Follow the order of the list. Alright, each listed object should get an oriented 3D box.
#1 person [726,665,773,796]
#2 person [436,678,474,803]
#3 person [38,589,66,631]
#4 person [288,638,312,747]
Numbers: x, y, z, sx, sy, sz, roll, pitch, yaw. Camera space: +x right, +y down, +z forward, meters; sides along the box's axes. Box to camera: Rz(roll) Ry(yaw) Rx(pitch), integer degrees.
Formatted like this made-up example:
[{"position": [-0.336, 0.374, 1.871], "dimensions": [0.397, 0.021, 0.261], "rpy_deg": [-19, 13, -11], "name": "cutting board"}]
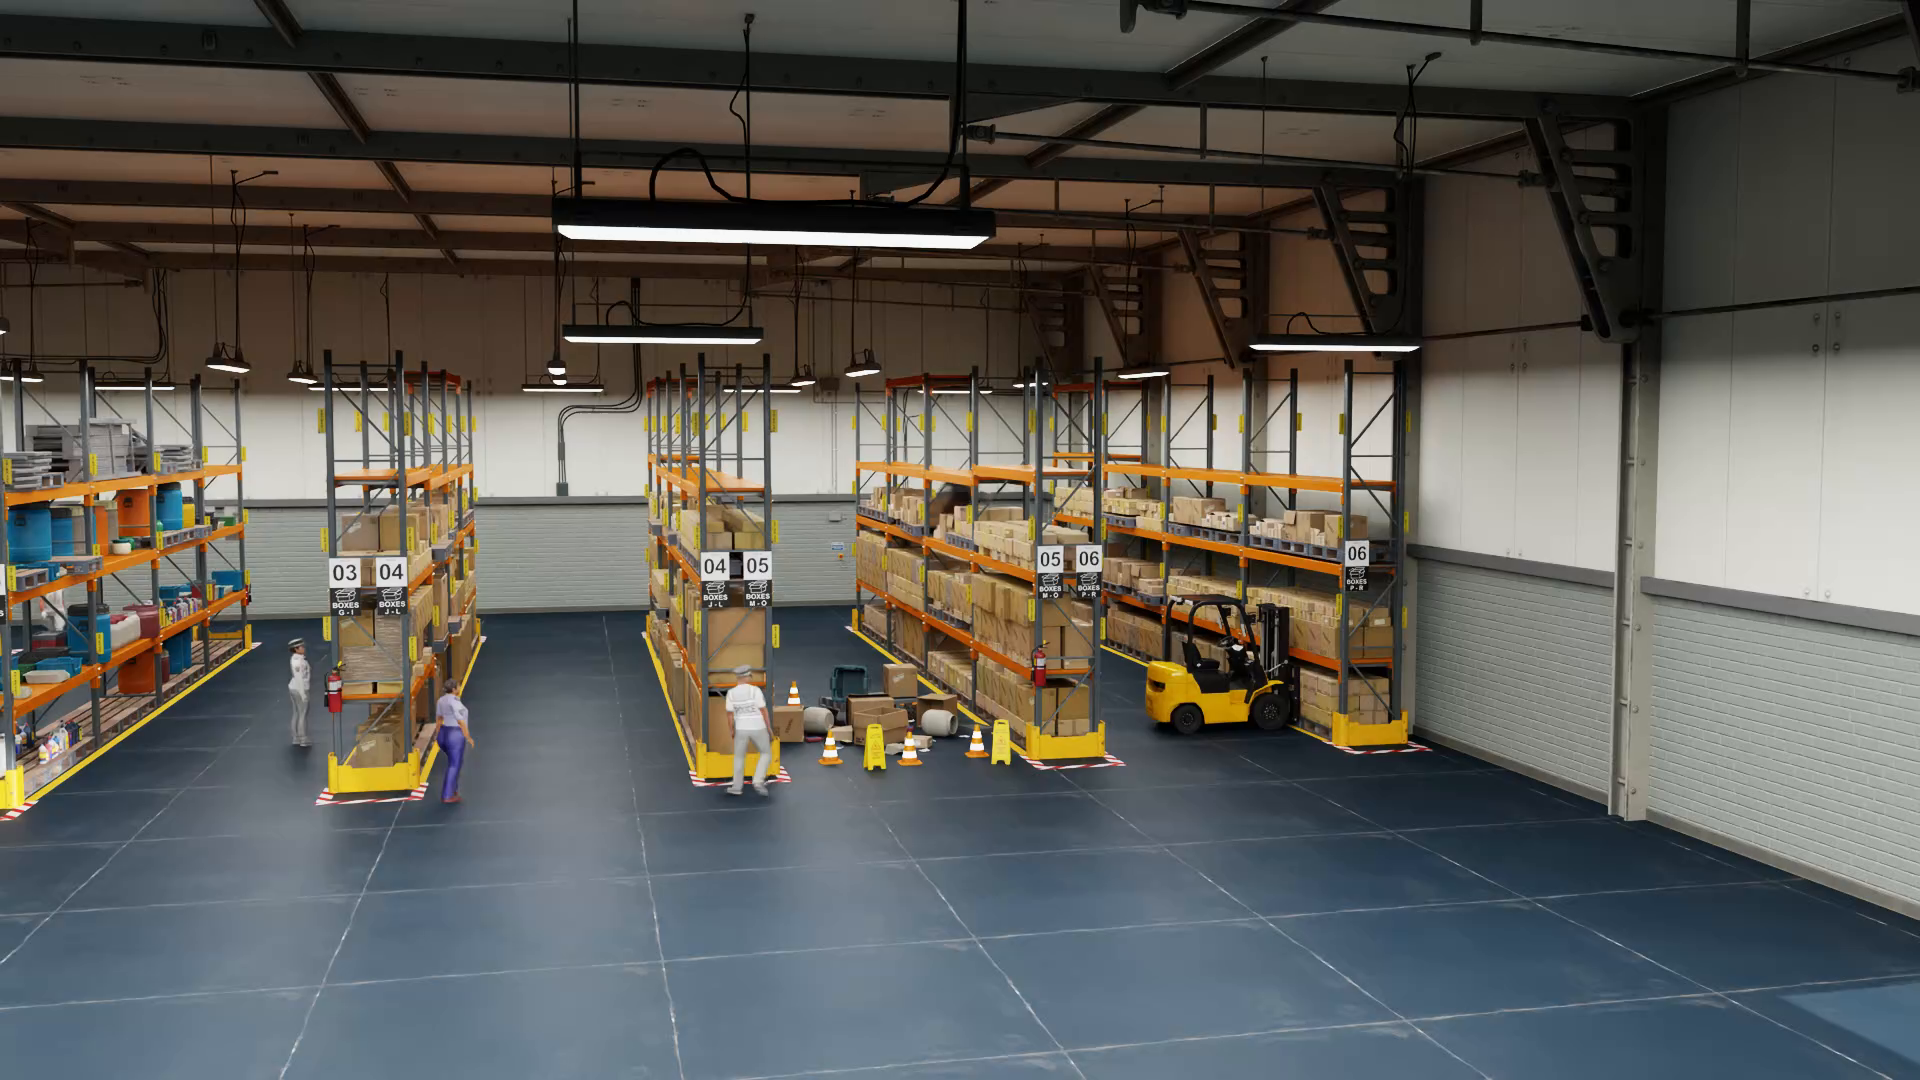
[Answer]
[{"position": [-2.848, 2.569, 22.368], "dimensions": [0.671, 1.773, 0.441], "rpy_deg": [0, 4, 6], "name": "person"}, {"position": [-6.686, 2.669, 21.989], "dimensions": [0.502, 1.705, 0.484], "rpy_deg": [3, 5, 36], "name": "person"}, {"position": [-19.778, 1.586, 36.199], "dimensions": [0.484, 1.727, 1.031], "rpy_deg": [-1, 4, -20], "name": "person"}, {"position": [-10.248, 2.358, 25.888], "dimensions": [0.375, 1.693, 0.465], "rpy_deg": [-3, 5, -39], "name": "person"}]
